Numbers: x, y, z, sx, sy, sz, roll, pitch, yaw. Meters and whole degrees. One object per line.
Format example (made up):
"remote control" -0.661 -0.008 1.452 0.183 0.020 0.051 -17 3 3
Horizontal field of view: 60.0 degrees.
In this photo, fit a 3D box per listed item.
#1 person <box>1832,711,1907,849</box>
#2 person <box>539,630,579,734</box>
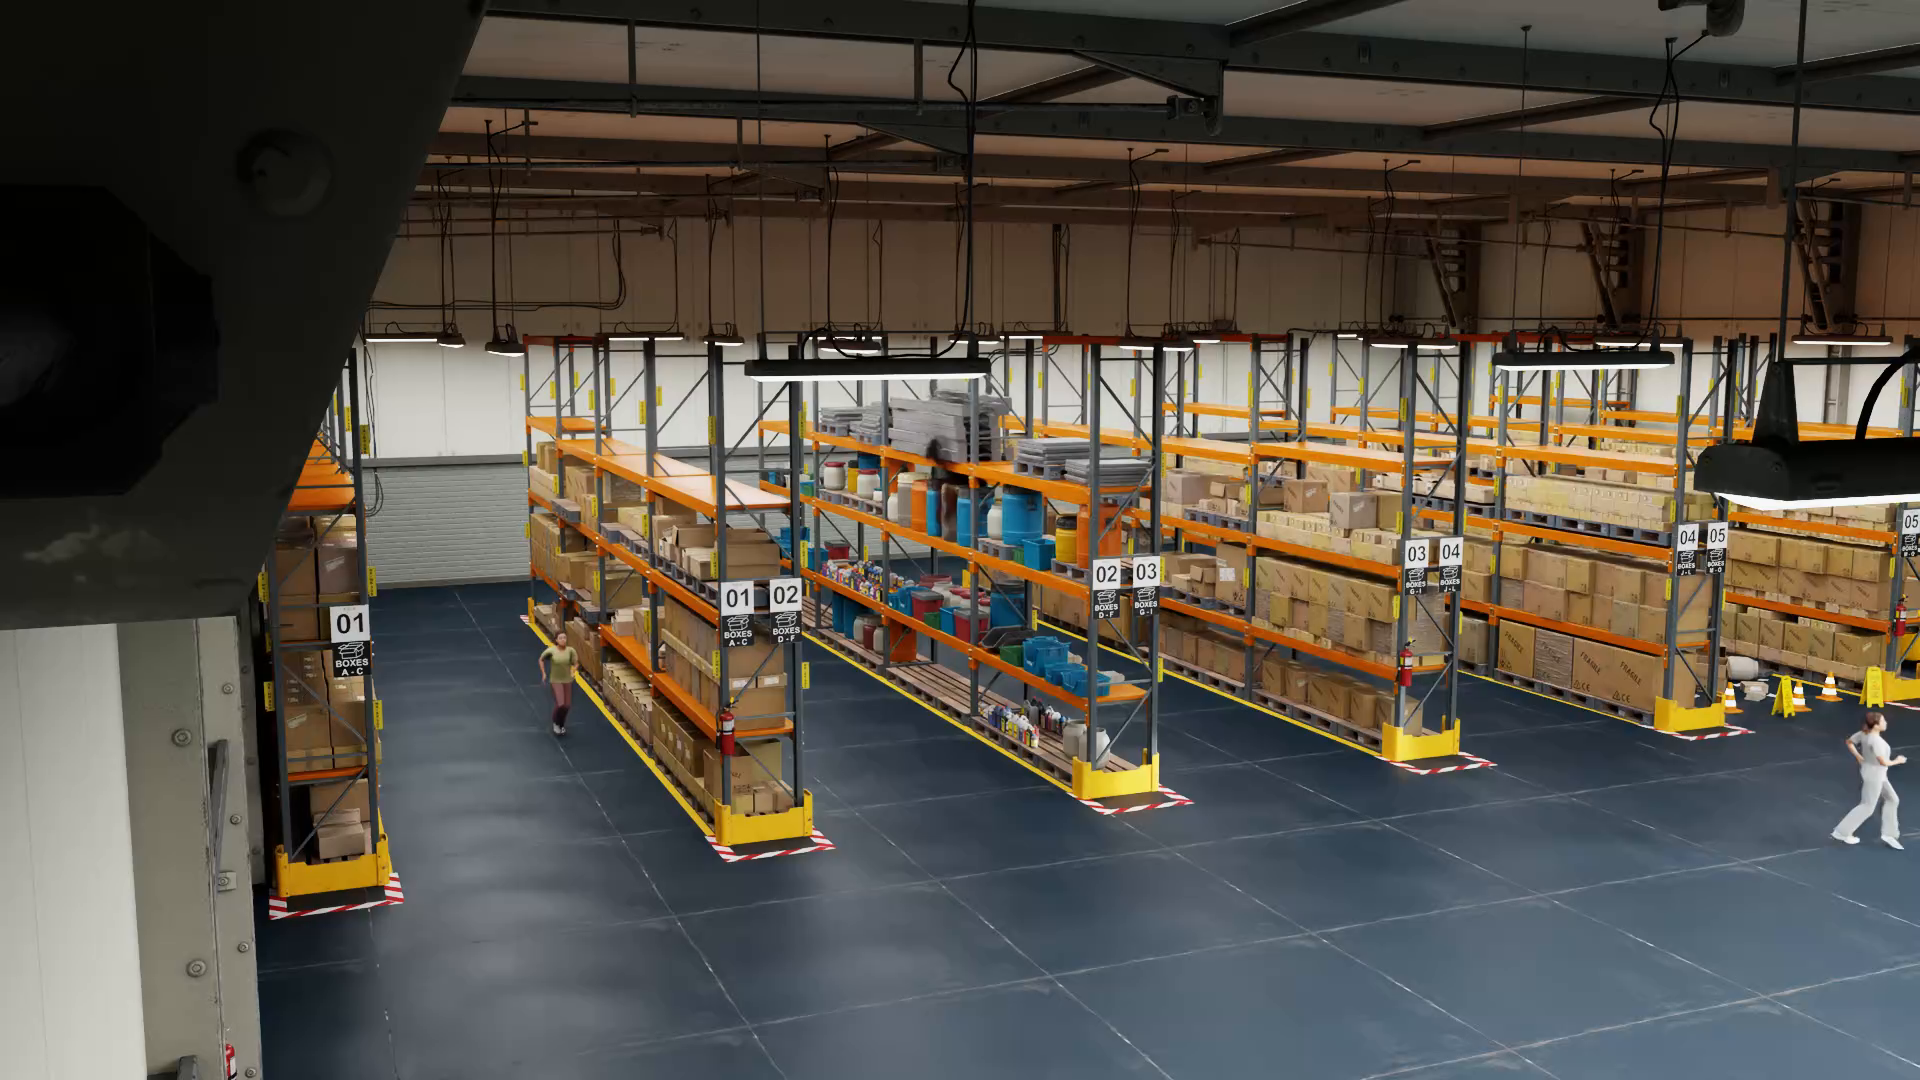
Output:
"person" 10.930 2.881 19.931 0.825 1.698 0.570 2 8 14
"person" -6.040 2.165 25.201 0.551 1.626 0.688 -4 9 -29
